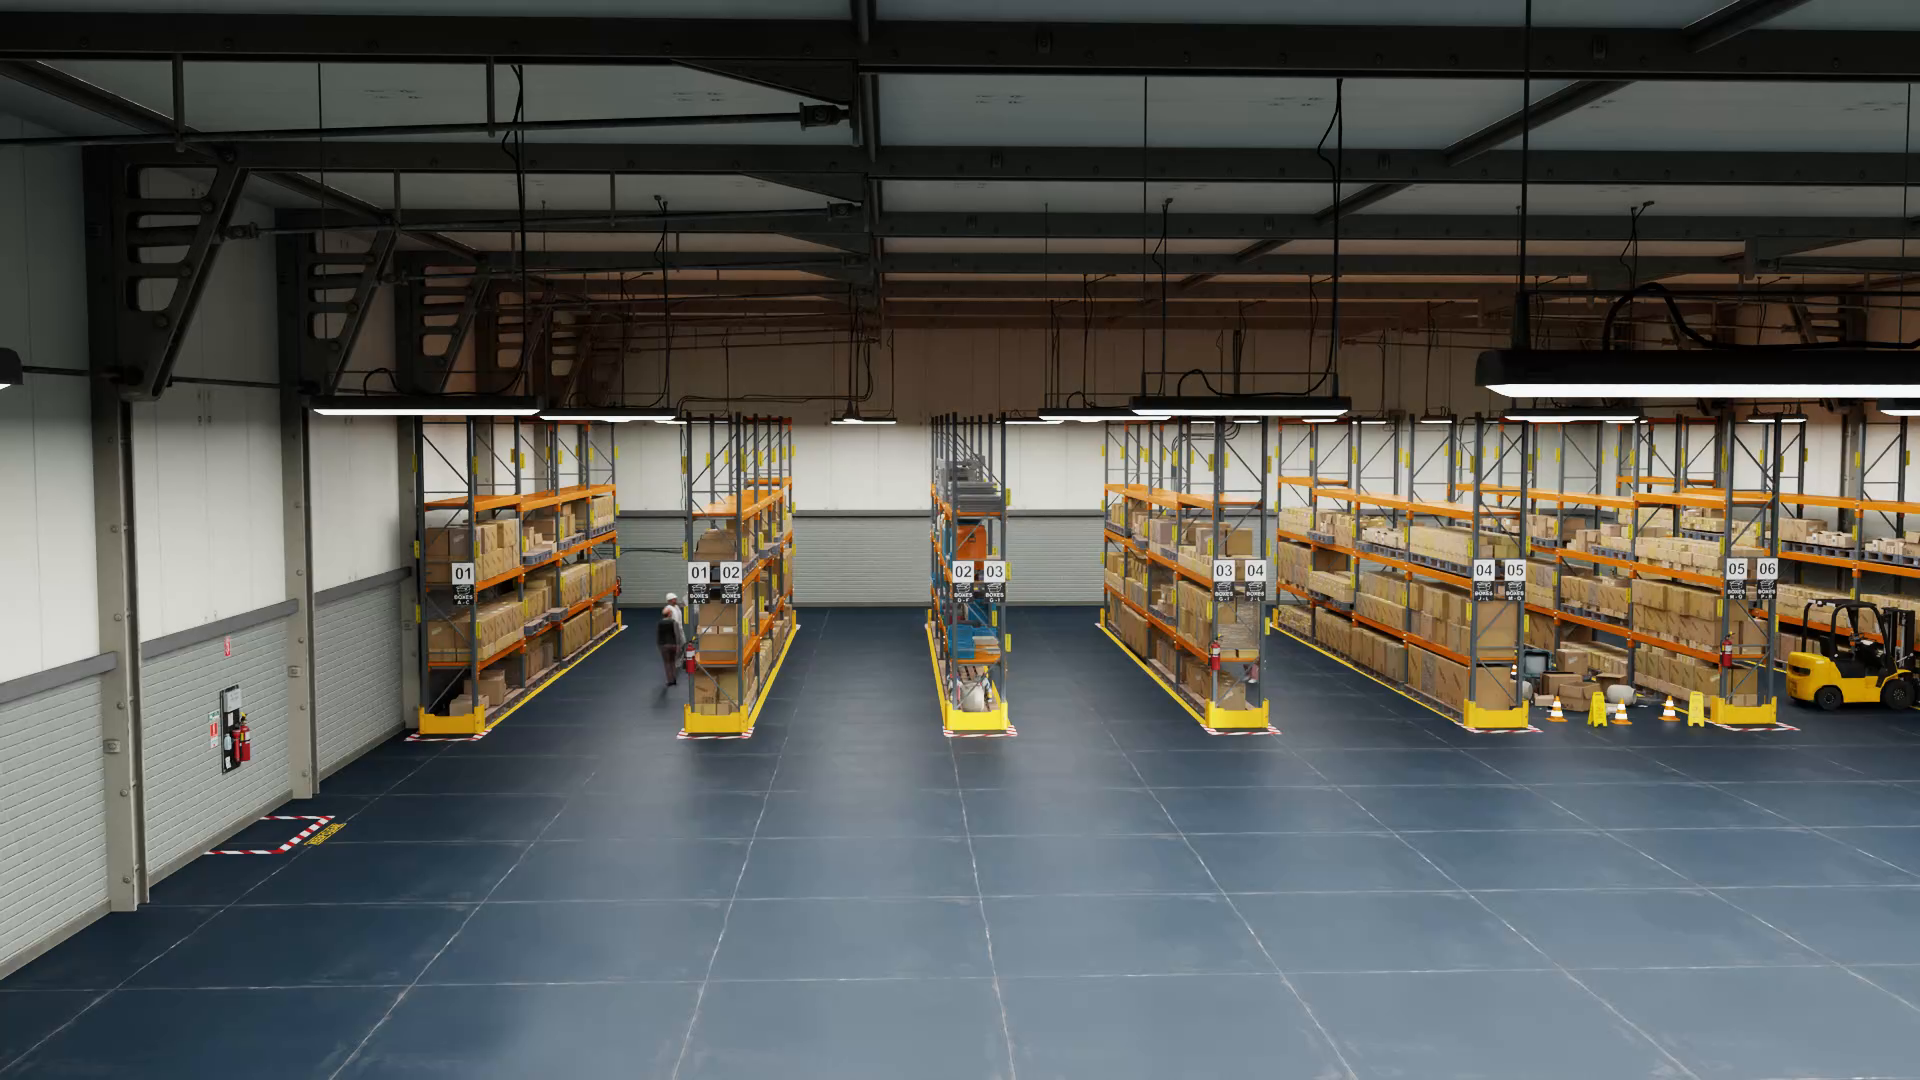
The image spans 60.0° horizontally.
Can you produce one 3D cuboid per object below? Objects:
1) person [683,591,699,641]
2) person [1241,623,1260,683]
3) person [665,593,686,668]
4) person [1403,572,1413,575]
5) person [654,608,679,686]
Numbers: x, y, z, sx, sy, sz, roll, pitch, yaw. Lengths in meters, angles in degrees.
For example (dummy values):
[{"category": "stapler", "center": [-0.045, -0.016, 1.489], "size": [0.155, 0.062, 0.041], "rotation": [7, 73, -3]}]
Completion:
[{"category": "person", "center": [-6.999, 1.897, 43.947], "size": [0.654, 1.735, 0.804], "rotation": [0, 4, 1]}, {"category": "person", "center": [6.509, 2.362, 37.275], "size": [0.401, 1.701, 0.558], "rotation": [-2, 4, -28]}, {"category": "person", "center": [-6.793, 2.147, 39.597], "size": [0.479, 1.785, 0.620], "rotation": [3, 5, 34]}, {"category": "person", "center": [12.187, 1.745, 45.619], "size": [0.497, 1.781, 0.607], "rotation": [1, 4, 14]}, {"category": "person", "center": [-6.464, 2.390, 36.749], "size": [0.532, 1.788, 0.576], "rotation": [-3, 5, -36]}]
